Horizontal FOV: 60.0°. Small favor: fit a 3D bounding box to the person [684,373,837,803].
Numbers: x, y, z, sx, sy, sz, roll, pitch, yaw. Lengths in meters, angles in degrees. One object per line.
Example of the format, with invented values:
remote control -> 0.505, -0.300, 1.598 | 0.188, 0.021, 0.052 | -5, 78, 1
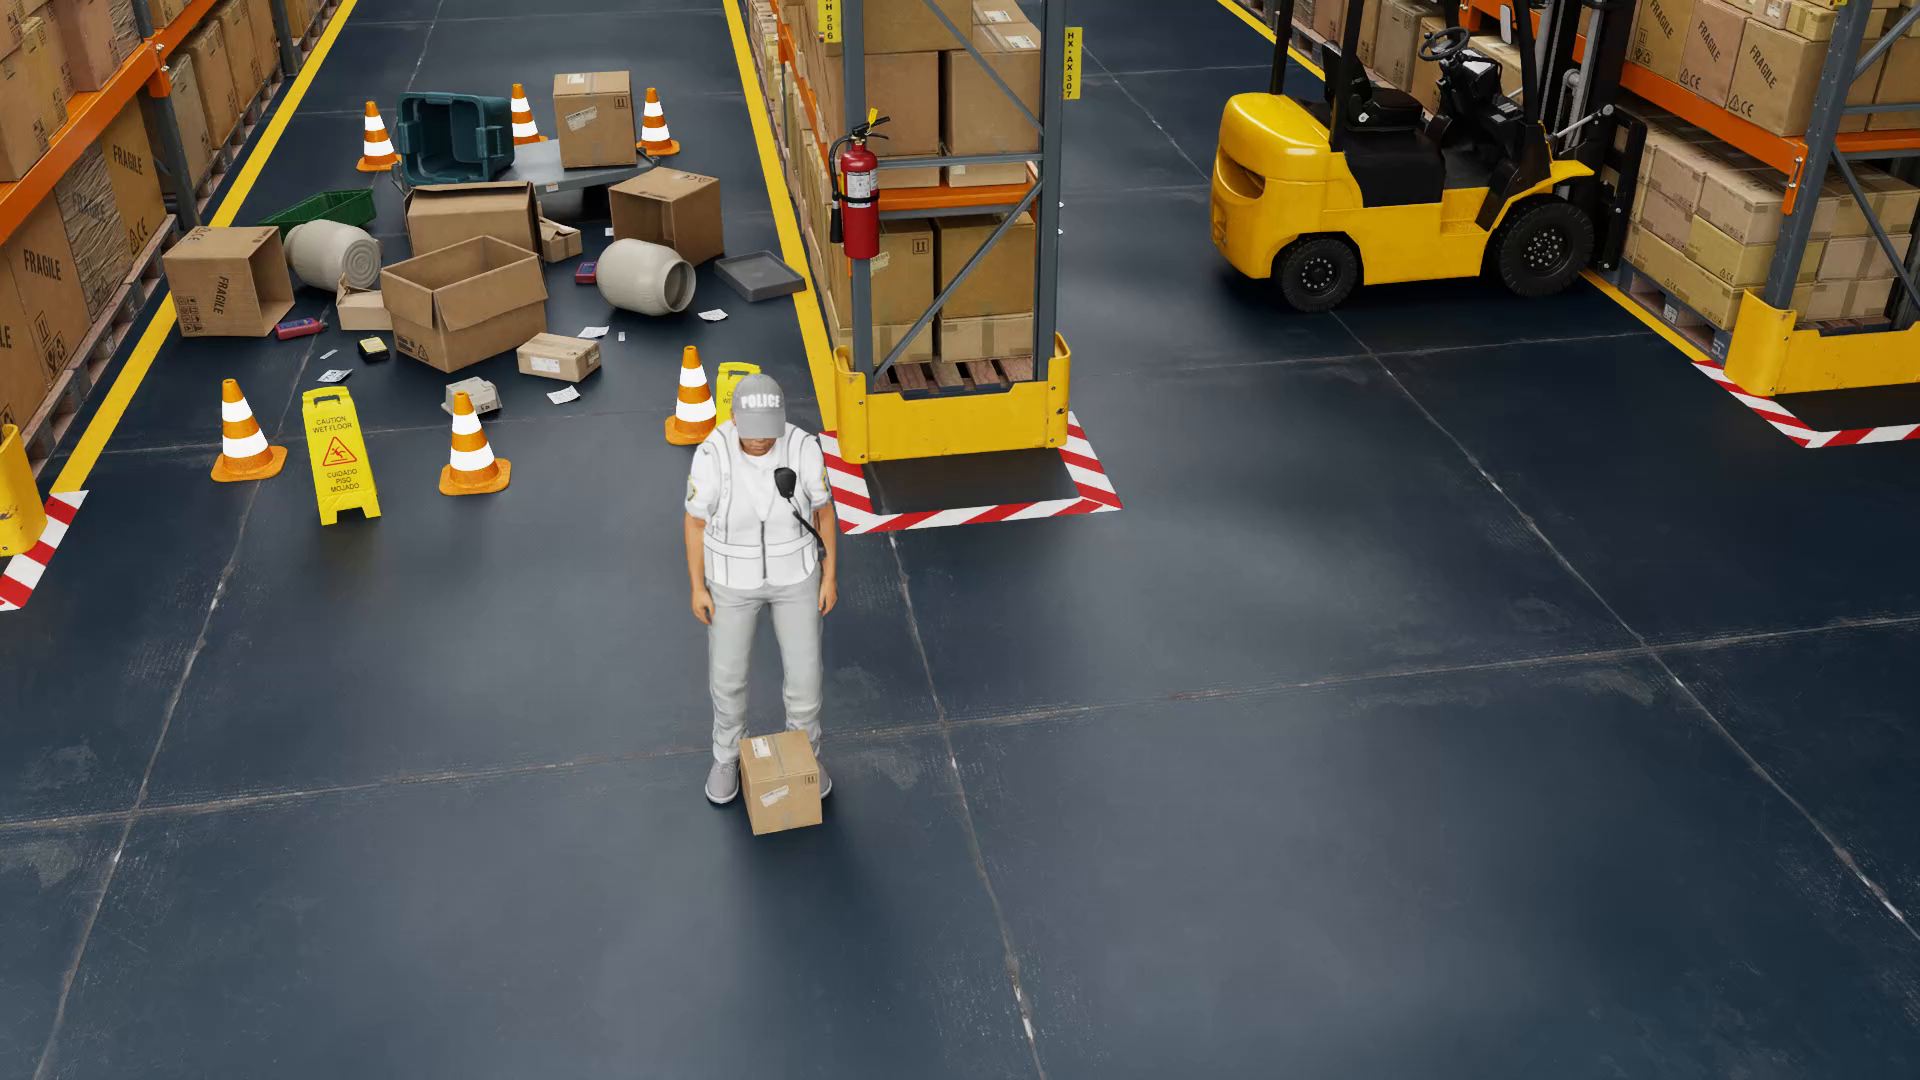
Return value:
person -> -0.694, 0.158, 5.861 | 0.538, 1.666, 0.466 | -5, 31, -9
